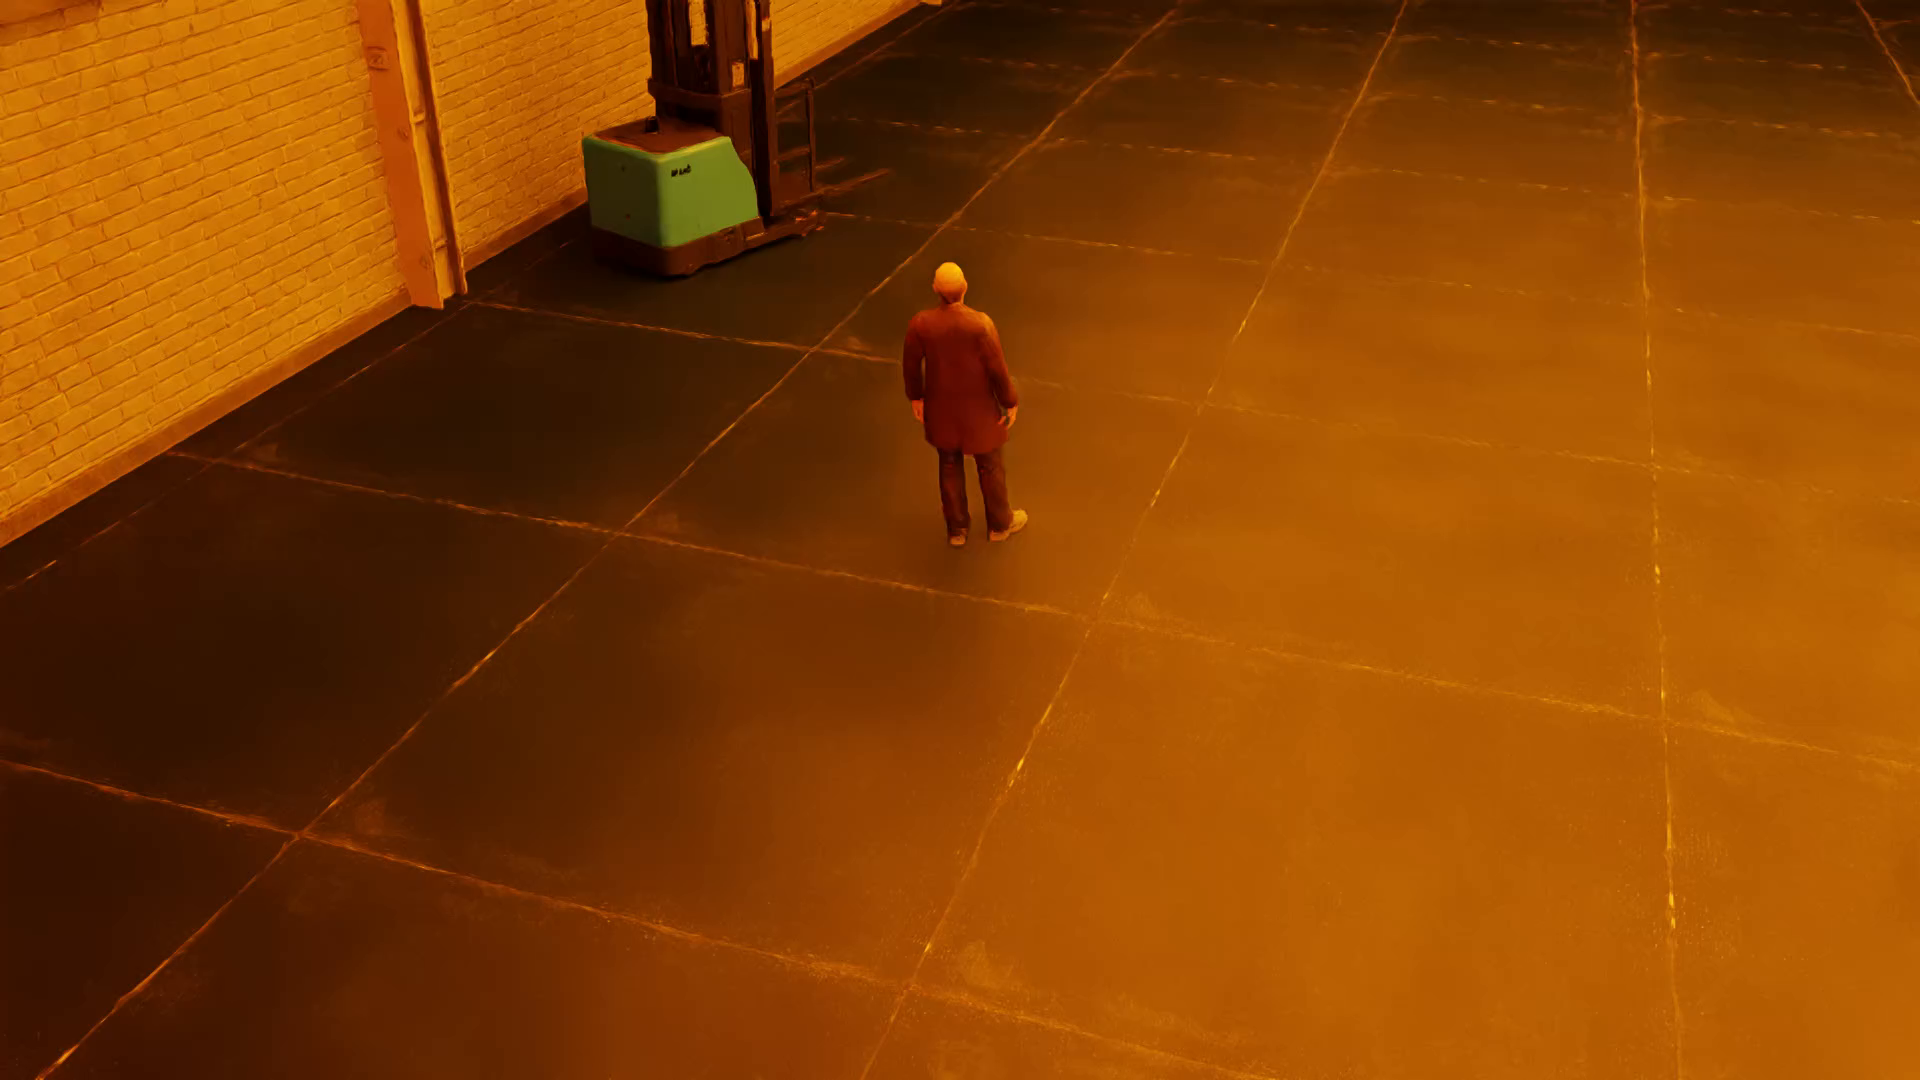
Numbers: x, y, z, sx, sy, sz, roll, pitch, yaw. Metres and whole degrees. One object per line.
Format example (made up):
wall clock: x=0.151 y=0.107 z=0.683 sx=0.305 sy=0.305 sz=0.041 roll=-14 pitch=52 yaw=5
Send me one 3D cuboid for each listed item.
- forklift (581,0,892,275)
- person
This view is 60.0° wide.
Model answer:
forklift: x=-1.857 y=-4.131 z=14.383 sx=1.130 sy=2.935 sz=3.031 roll=22 pitch=36 yaw=33
person: x=0.034 y=-0.820 z=9.726 sx=0.694 sy=1.776 sz=0.580 roll=10 pitch=31 yaw=16
